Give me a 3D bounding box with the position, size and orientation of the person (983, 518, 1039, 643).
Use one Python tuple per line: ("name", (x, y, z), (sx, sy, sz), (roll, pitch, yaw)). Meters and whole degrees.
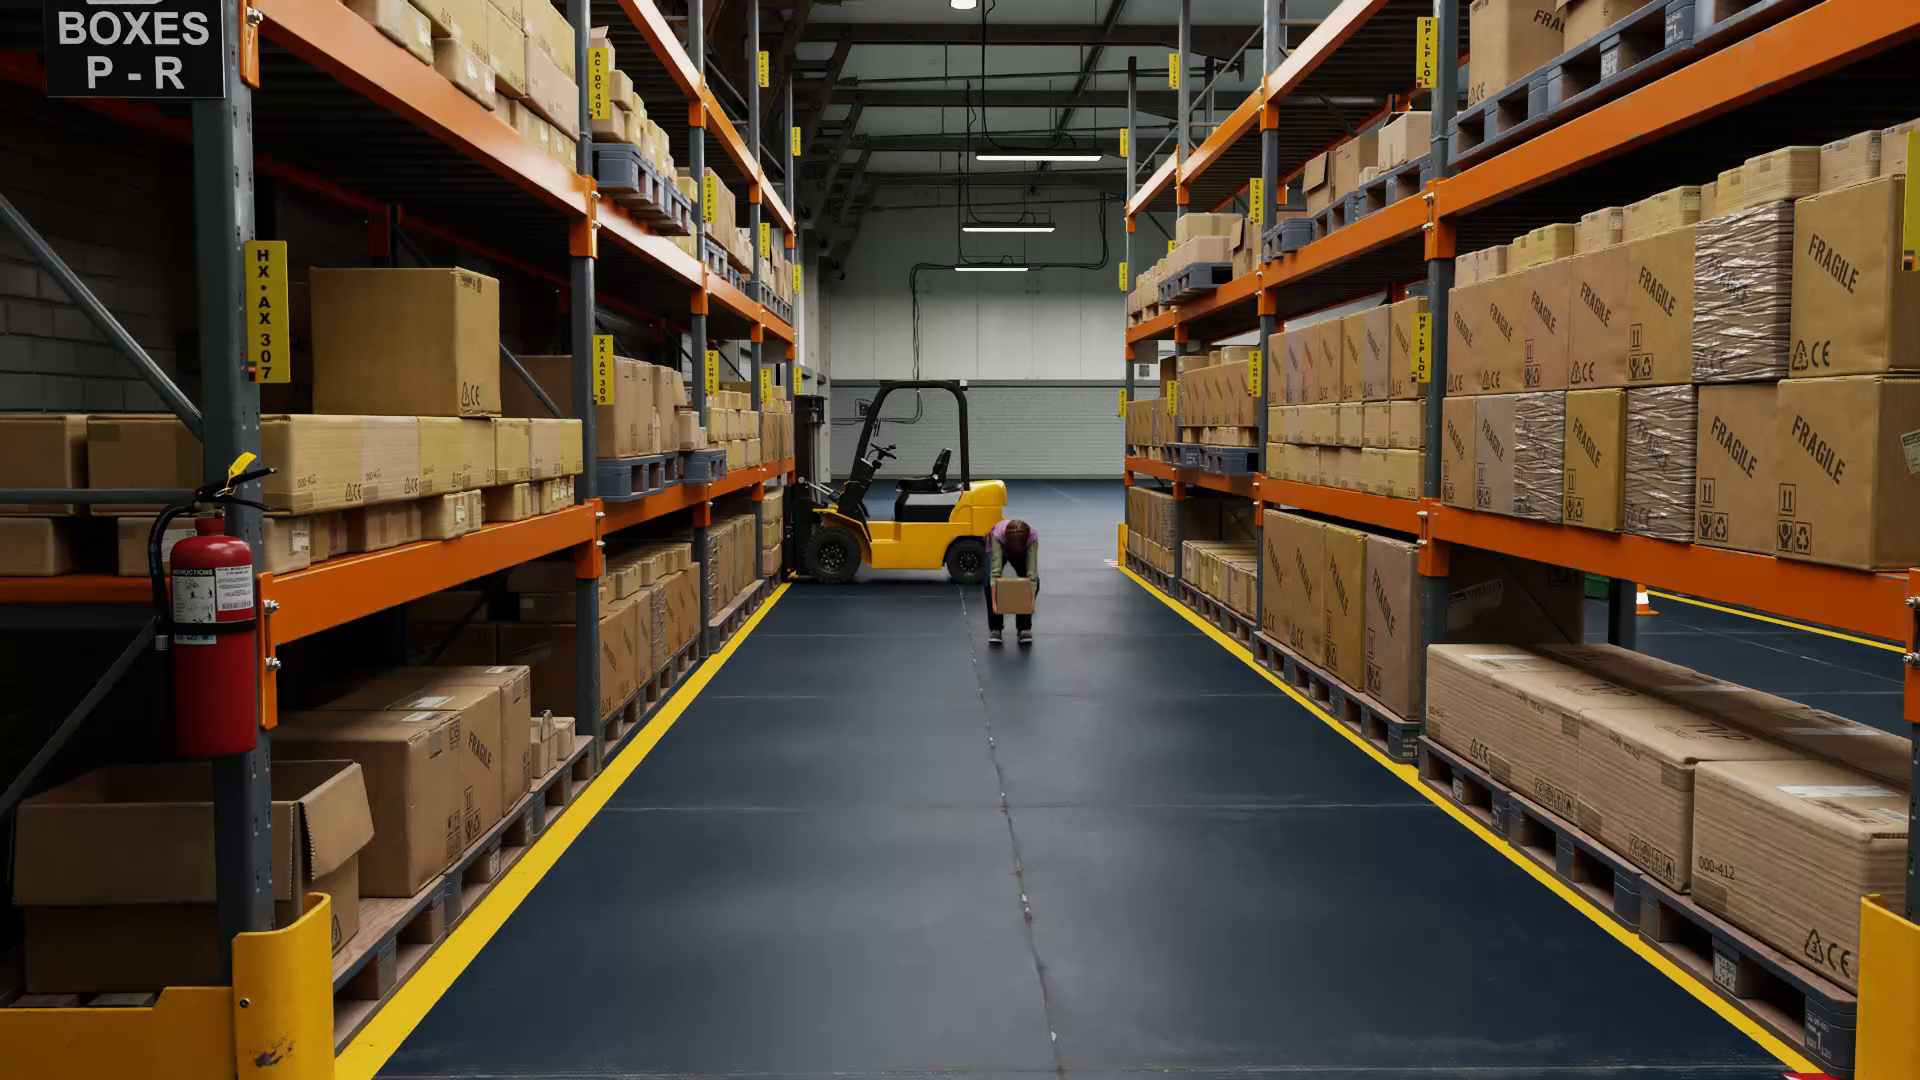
("person", (0.399, 0.312, 12.708), (0.420, 0.979, 0.861), (0, 4, -4))
